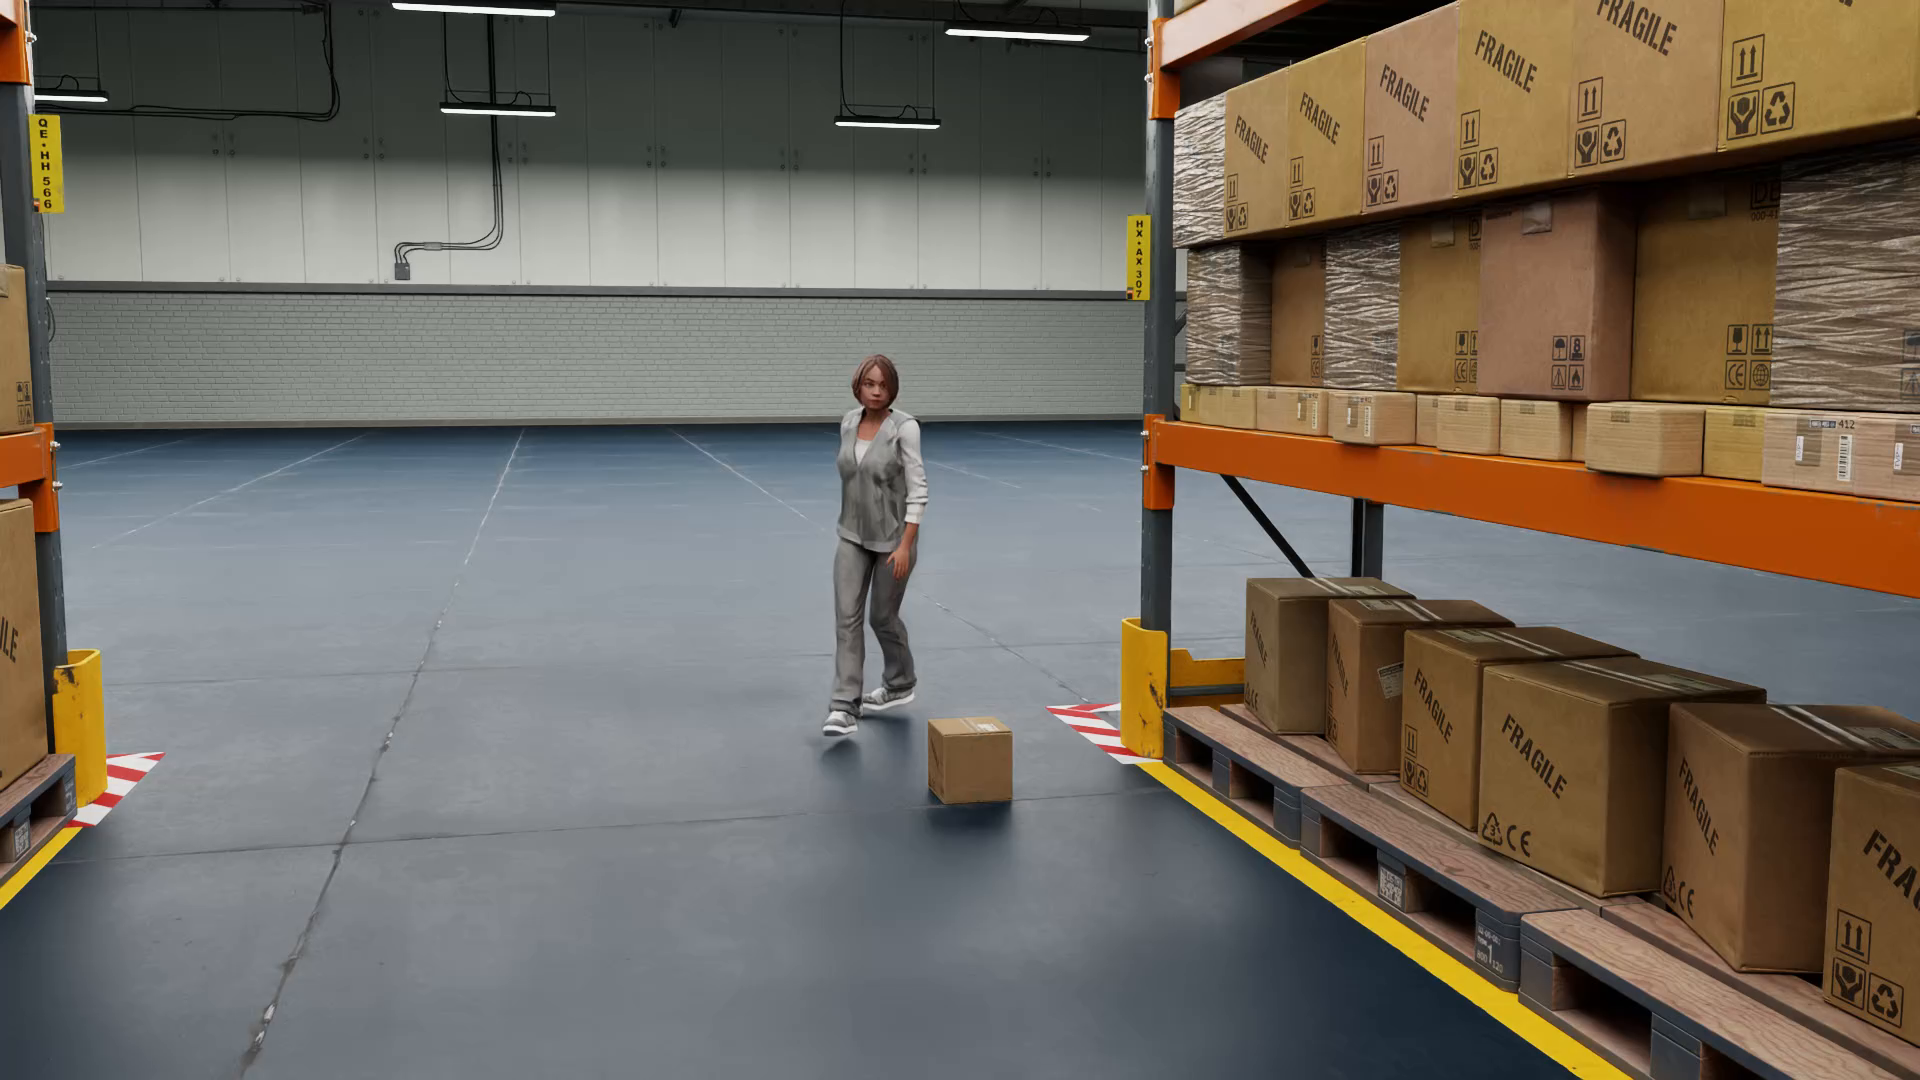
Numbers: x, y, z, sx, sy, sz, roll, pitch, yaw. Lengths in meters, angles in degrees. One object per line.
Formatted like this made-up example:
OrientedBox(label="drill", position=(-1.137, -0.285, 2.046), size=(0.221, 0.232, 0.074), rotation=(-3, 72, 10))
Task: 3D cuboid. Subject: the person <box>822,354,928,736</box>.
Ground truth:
OrientedBox(label="person", position=(-0.353, 0.009, 6.845), size=(0.491, 1.540, 0.800), rotation=(3, 7, 25))
